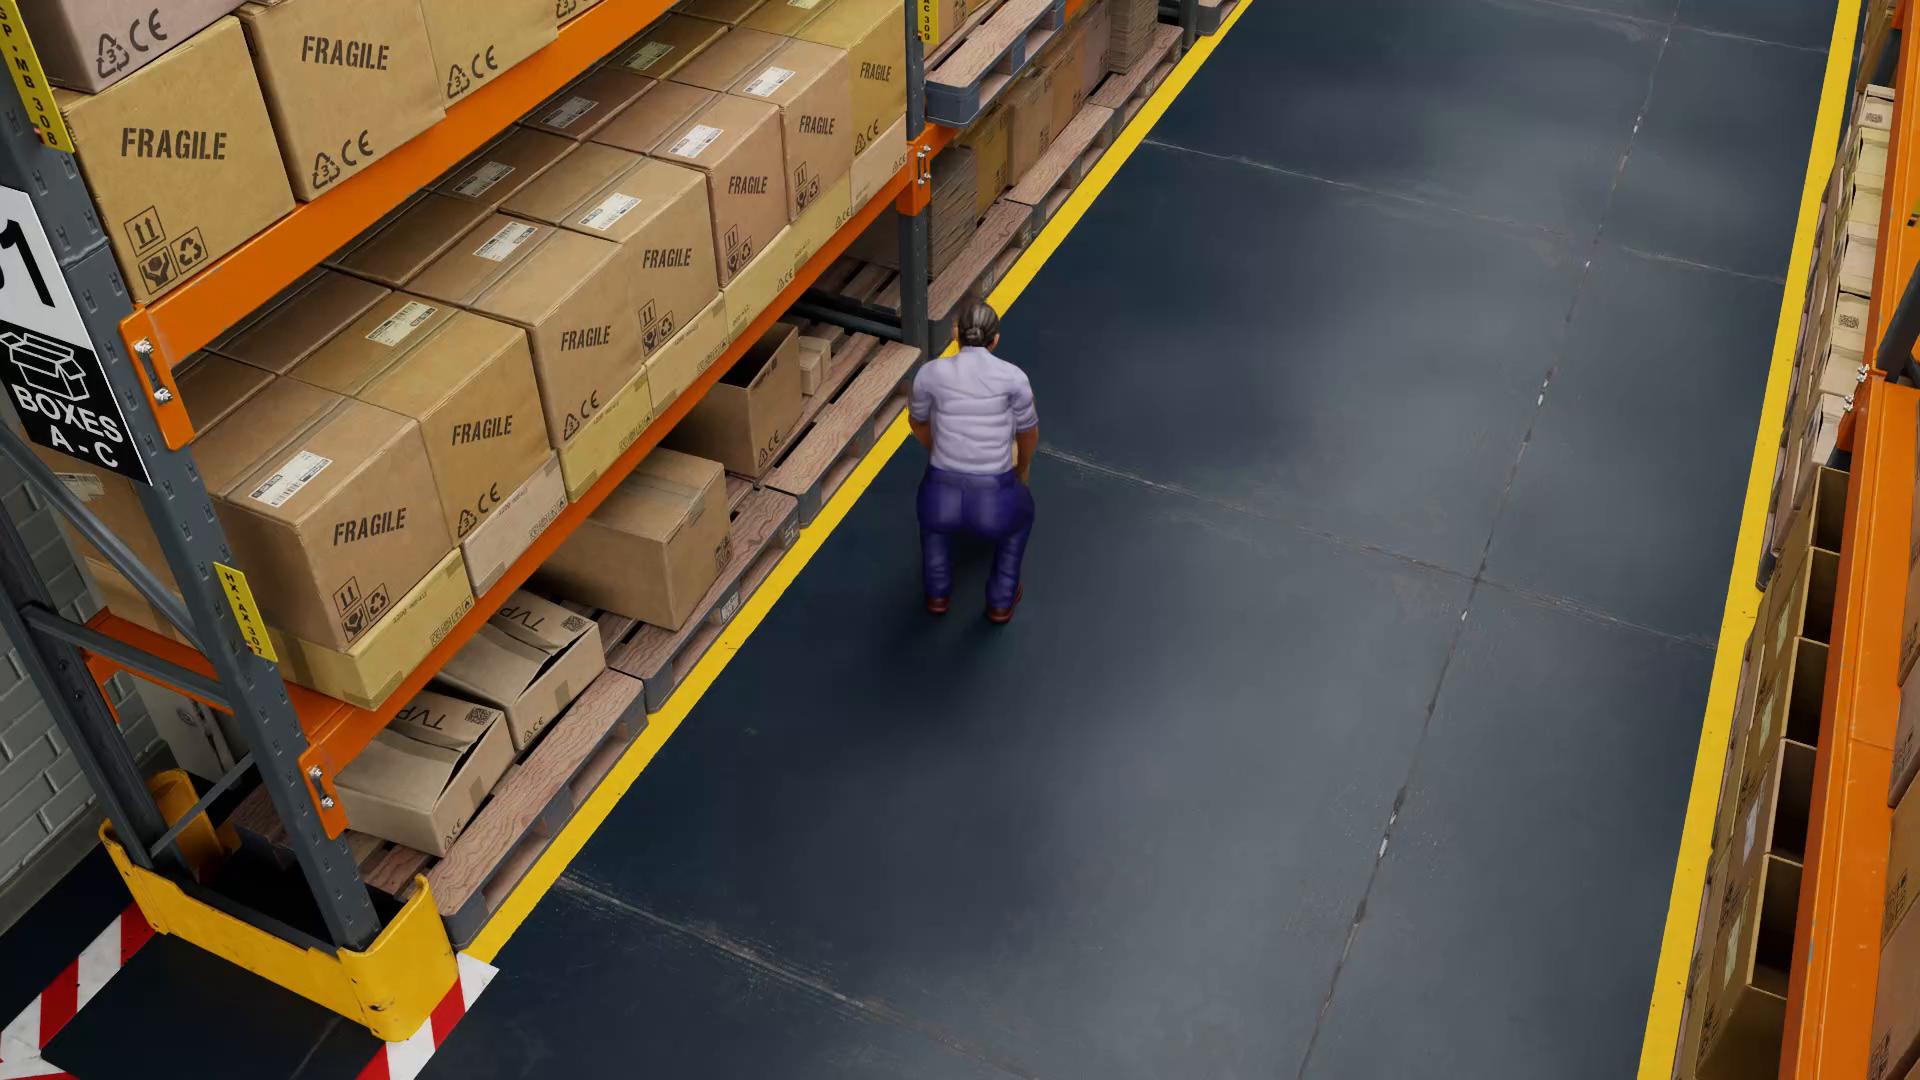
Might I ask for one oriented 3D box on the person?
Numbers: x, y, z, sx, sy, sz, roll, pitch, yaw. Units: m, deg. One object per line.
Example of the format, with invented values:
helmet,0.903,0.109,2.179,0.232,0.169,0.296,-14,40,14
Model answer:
person,0.048,-0.348,6.786,0.536,1.226,0.522,8,43,8
